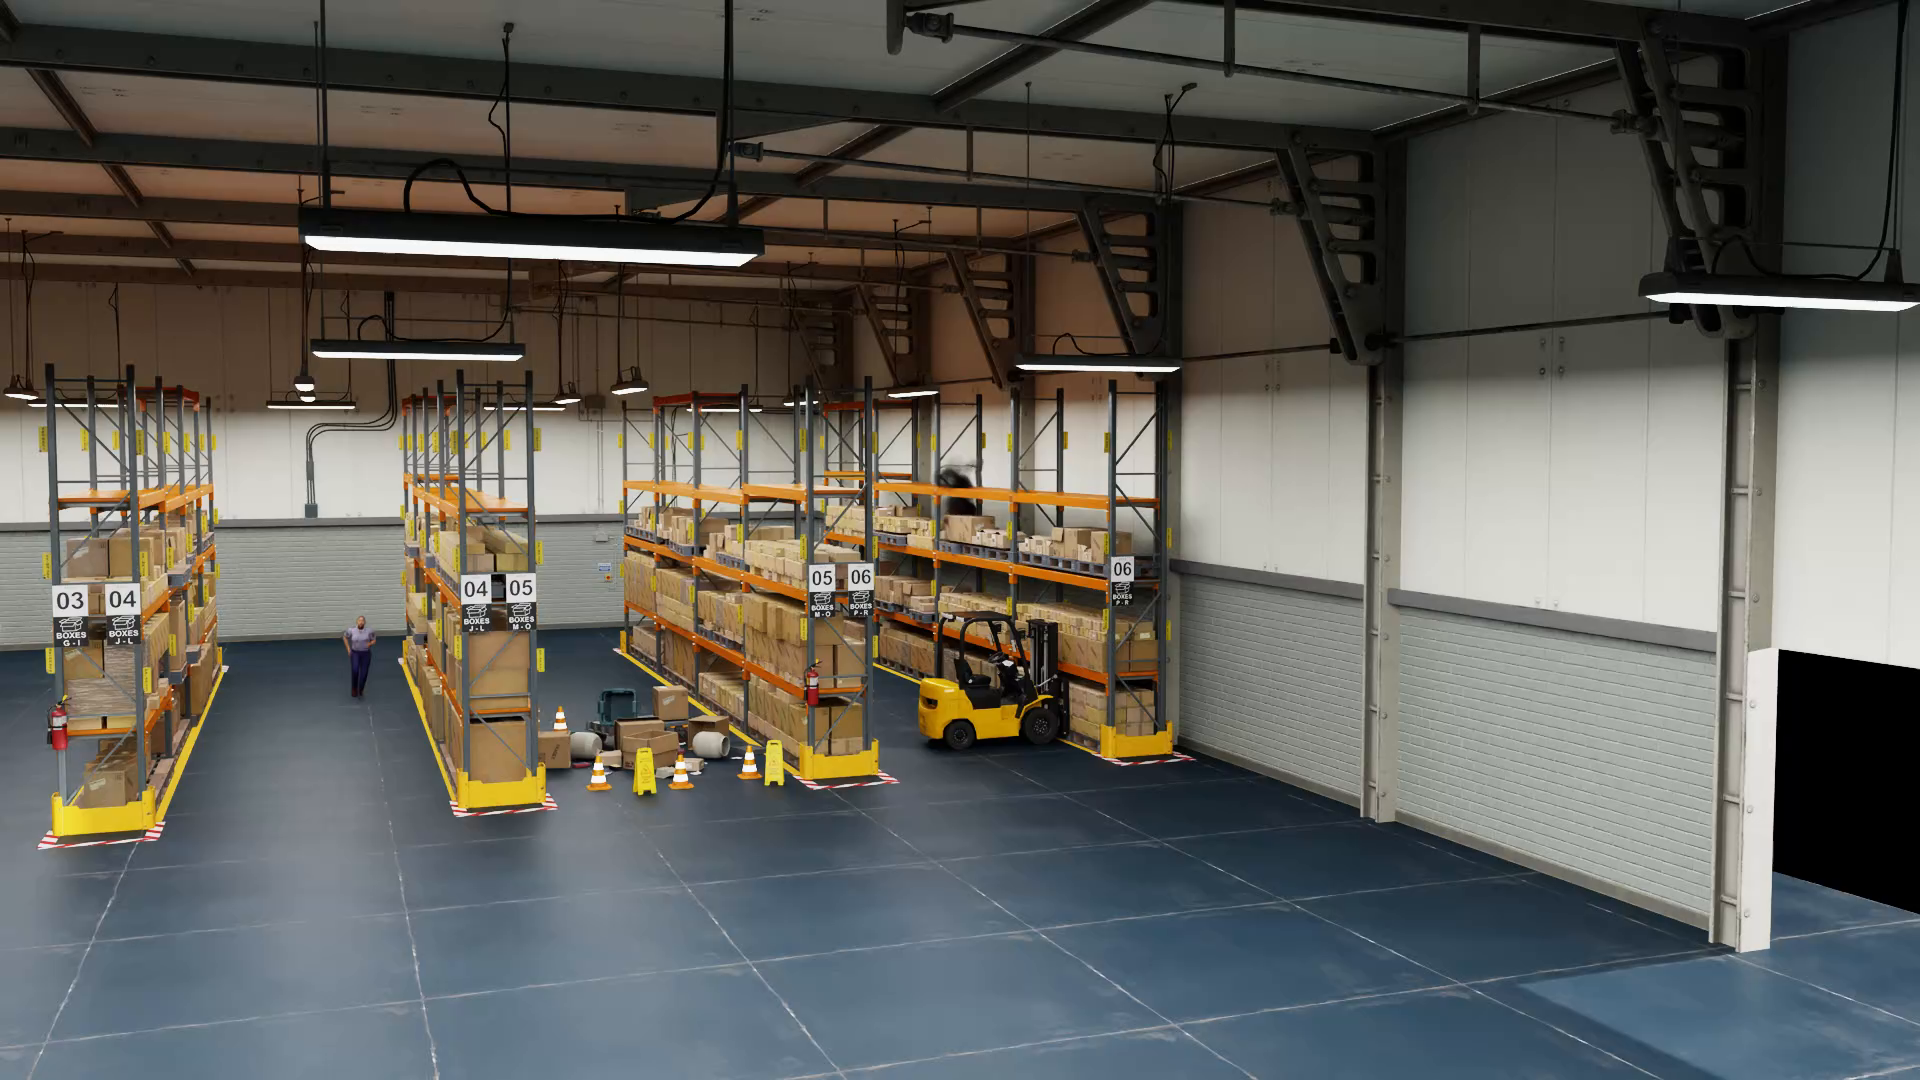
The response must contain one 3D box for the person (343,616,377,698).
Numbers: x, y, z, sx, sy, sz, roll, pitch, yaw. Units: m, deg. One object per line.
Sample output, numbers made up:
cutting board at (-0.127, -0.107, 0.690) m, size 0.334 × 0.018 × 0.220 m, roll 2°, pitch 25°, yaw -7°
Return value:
person at (-11.745, 2.283, 32.596) m, size 0.596 × 1.609 × 0.664 m, roll -2°, pitch 4°, yaw -27°
